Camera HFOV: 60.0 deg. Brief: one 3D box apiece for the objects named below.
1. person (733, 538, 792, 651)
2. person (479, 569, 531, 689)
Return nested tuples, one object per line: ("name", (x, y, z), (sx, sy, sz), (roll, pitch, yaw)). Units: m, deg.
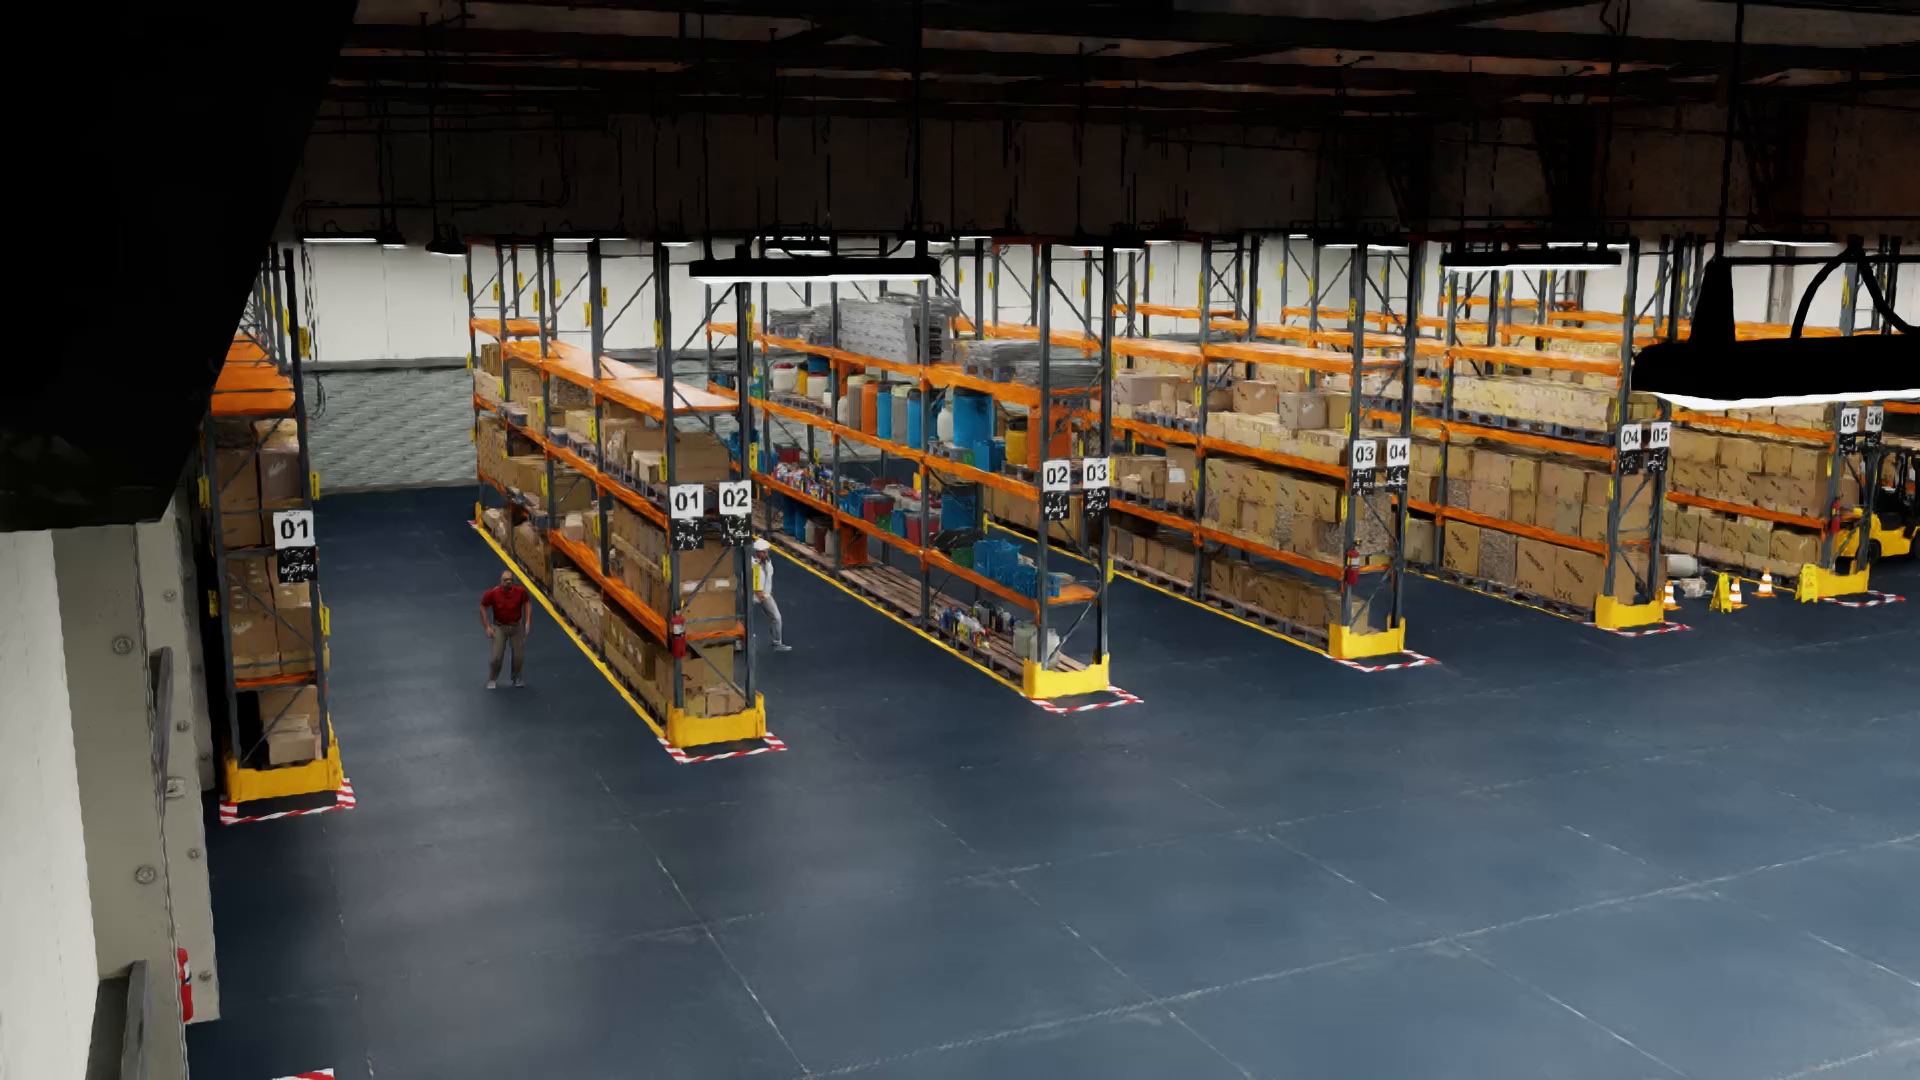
("person", (-2.982, 0.801, 24.482), (0.674, 1.716, 0.841), (-10, 15, -41))
("person", (-6.158, 1.197, 22.587), (0.682, 1.676, 0.535), (-5, 12, -26))
